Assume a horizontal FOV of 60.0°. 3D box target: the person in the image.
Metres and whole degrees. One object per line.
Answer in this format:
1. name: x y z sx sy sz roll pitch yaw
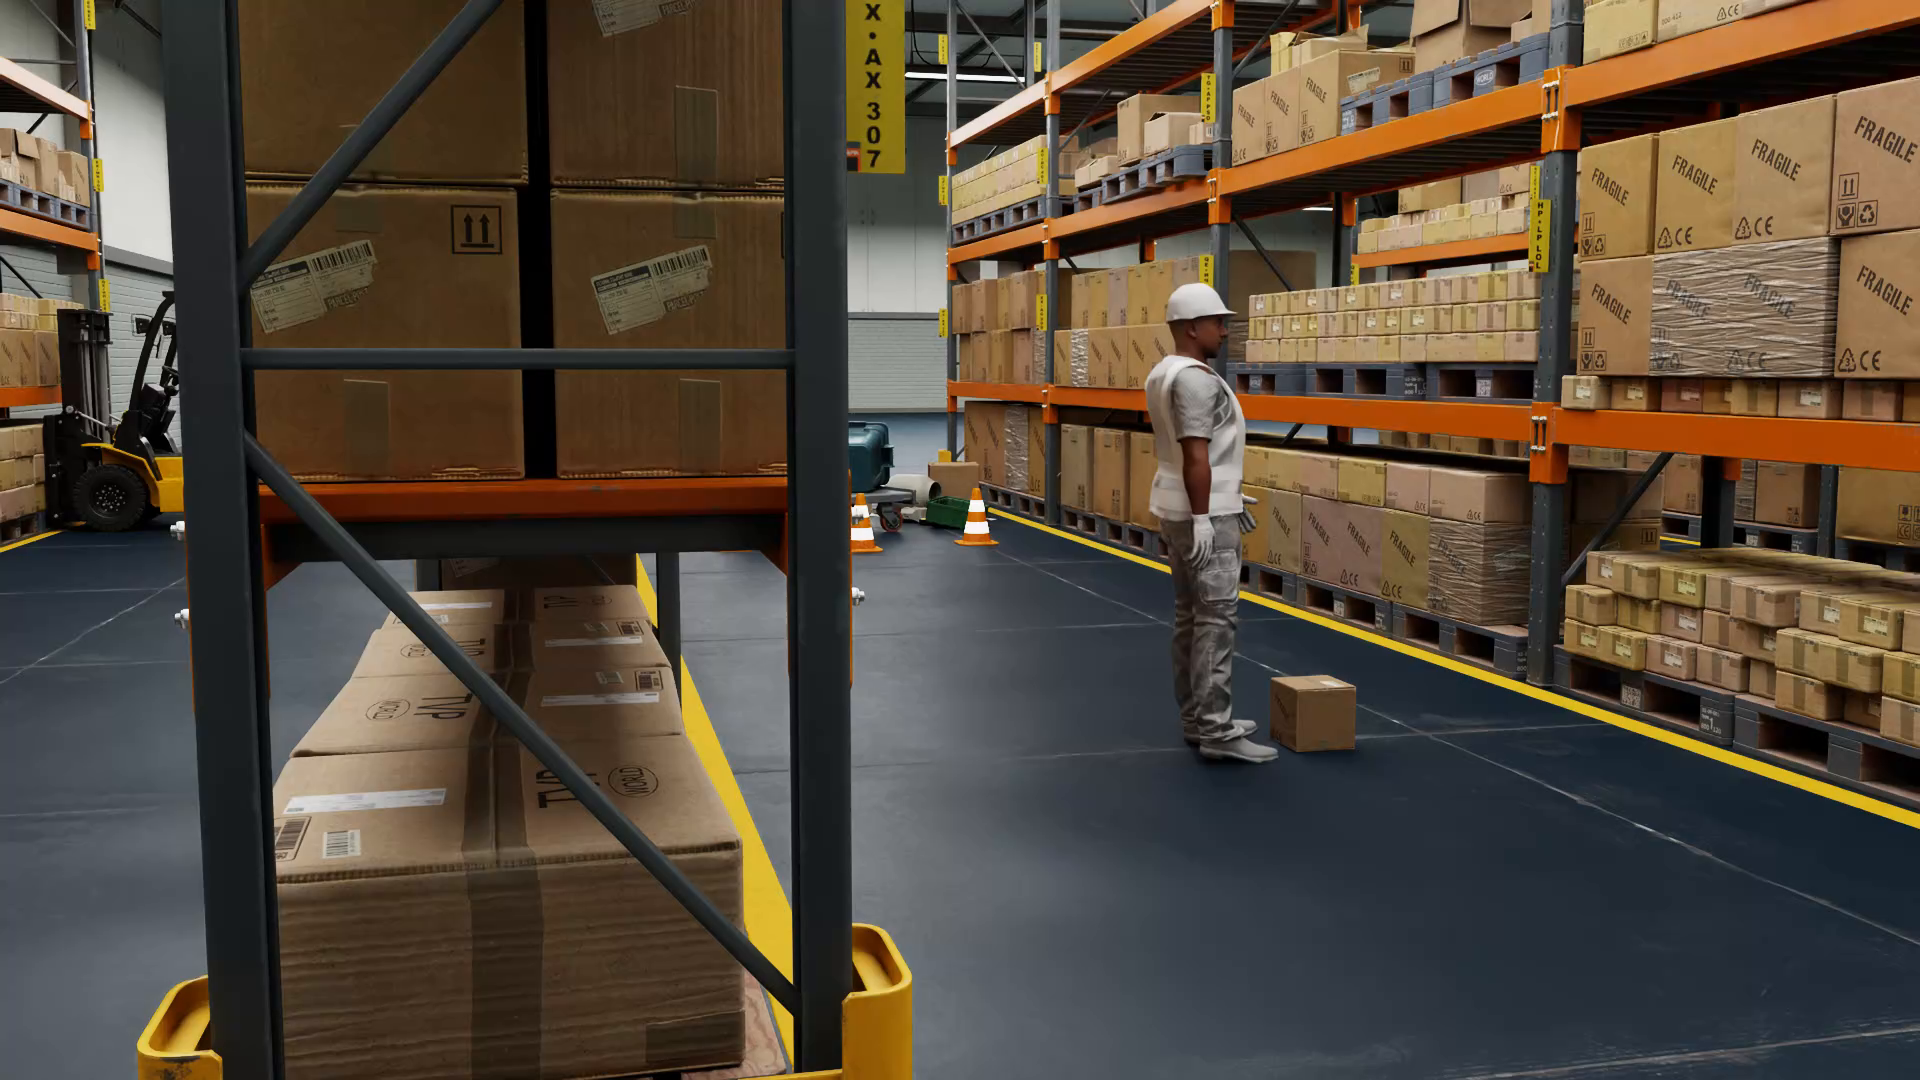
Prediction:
1. person: 0.972 -0.074 6.398 0.491 1.808 0.570 -1 6 -8
